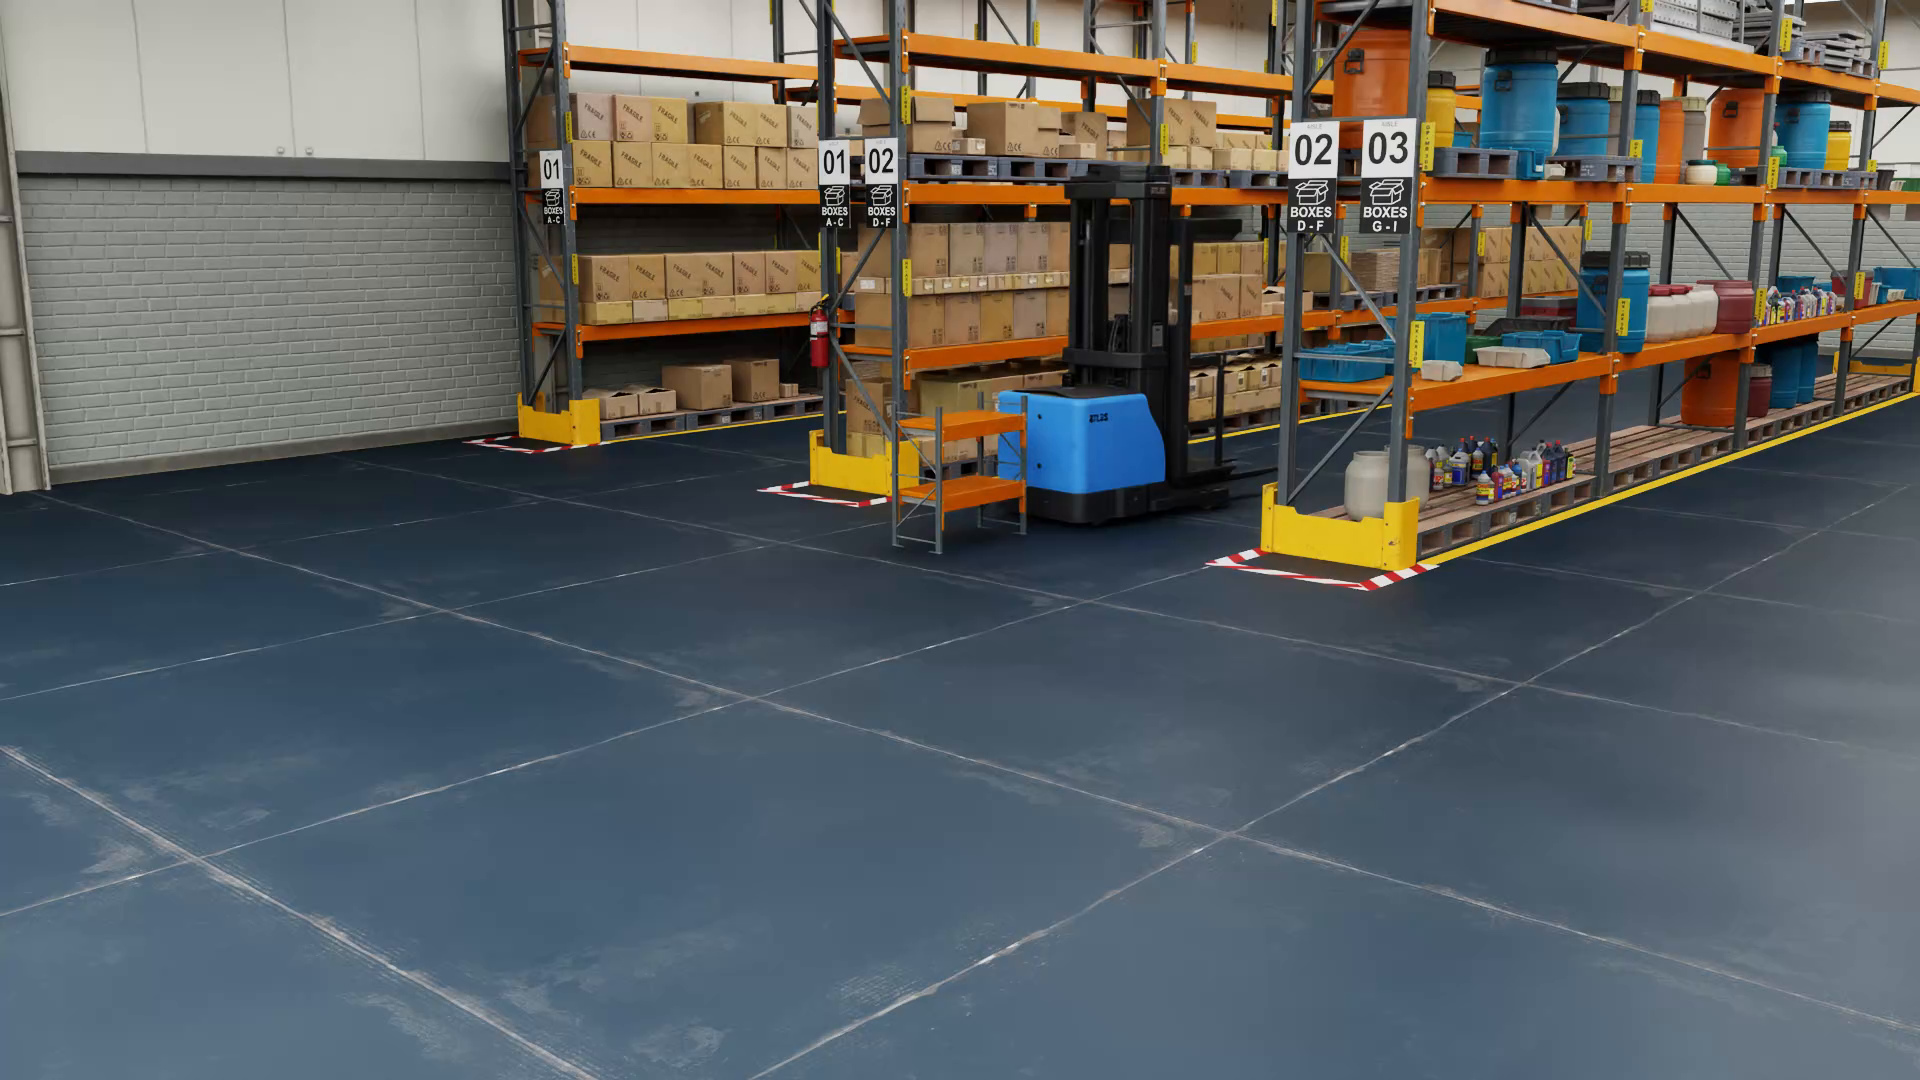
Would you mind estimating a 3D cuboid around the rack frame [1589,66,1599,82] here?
[{"bbox_3d":[9.672,-7.261,26.590,1.000,3.000,0.127,10,15,40],"label":"rack frame"}]

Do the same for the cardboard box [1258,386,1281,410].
[{"bbox_3d":[3.555,-1.741,20.217,0.500,0.250,0.500,10,15,42],"label":"cardboard box"}]

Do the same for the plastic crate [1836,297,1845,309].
[{"bbox_3d":[11.164,-3.040,21.292,0.396,0.136,0.243,10,15,40],"label":"plastic crate"}]

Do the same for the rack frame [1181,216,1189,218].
[{"bbox_3d":[3.308,-4.371,27.435,1.000,3.000,0.127,10,15,40],"label":"rack frame"}]

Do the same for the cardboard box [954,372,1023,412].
[{"bbox_3d":[0.280,-1.390,16.544,0.500,0.500,0.500,10,15,40],"label":"cardboard box"}]

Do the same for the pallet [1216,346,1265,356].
[{"bbox_3d":[4.674,-3.285,29.121,1.003,0.211,1.213,10,15,40],"label":"pallet"}]

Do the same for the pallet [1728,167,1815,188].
[{"bbox_3d":[8.688,-3.979,18.300,1.003,0.211,1.213,10,15,40],"label":"pallet"}]

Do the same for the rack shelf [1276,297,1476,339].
[{"bbox_3d":[5.711,-3.084,22.828,1.077,0.370,4.000,10,15,40],"label":"rack shelf"}]

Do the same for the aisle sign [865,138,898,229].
[{"bbox_3d":[-0.703,-3.191,14.891,0.394,0.787,0.004,10,15,40],"label":"aisle sign"}]

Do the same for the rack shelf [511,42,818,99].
[{"bbox_3d":[-3.293,-5.487,19.552,1.077,0.370,4.000,10,15,40],"label":"rack shelf"}]

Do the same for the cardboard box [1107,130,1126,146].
[{"bbox_3d":[2.275,-6.278,26.035,0.500,0.250,0.500,9,15,39],"label":"cardboard box"}]

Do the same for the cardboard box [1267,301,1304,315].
[{"bbox_3d":[4.005,-2.851,20.468,0.380,0.149,0.250,10,15,40],"label":"cardboard box"}]

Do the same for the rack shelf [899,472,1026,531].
[{"bbox_3d":[0.004,-0.313,13.154,0.538,0.278,1.000,10,15,40],"label":"rack shelf"}]

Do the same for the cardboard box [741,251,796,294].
[{"bbox_3d":[-2.378,-3.314,20.562,0.500,0.500,0.500,10,15,40],"label":"cardboard box"}]

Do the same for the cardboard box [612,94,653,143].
[{"bbox_3d":[-3.808,-4.718,18.656,0.500,0.500,0.500,10,15,40],"label":"cardboard box"}]

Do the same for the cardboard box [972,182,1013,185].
[{"bbox_3d":[0.395,-5.078,23.496,0.500,0.311,0.500,10,15,40],"label":"cardboard box"}]

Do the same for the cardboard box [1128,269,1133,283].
[{"bbox_3d":[1.732,-2.853,17.926,0.380,0.149,0.250,10,15,40],"label":"cardboard box"}]

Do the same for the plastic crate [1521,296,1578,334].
[{"bbox_3d":[5.559,-2.055,15.678,0.402,0.464,0.583,10,15,40],"label":"plastic crate"}]

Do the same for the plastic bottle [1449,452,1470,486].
[{"bbox_3d":[4.347,-0.622,14.497,0.152,0.276,0.135,10,15,40],"label":"plastic bottle"}]

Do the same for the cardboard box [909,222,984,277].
[{"bbox_3d":[-0.194,-2.803,16.020,0.700,0.500,0.500,9,15,39],"label":"cardboard box"}]

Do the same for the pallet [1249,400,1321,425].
[{"bbox_3d":[3.818,-1.659,20.977,1.003,0.211,1.213,10,15,40],"label":"pallet"}]

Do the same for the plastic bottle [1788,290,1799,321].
[{"bbox_3d":[9.662,-2.726,19.327,0.144,0.351,0.185,10,15,40],"label":"plastic bottle"}]

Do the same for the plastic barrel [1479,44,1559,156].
[{"bbox_3d":[4.732,-3.703,14.081,0.600,0.901,0.708,10,15,40],"label":"plastic barrel"}]

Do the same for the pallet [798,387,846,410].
[{"bbox_3d":[-1.460,-1.941,22.390,1.003,0.211,1.213,10,15,40],"label":"pallet"}]

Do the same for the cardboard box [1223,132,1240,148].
[{"bbox_3d":[4.324,-6.536,27.758,0.500,0.500,0.500,9,15,39],"label":"cardboard box"}]

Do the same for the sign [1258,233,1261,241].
[{"bbox_3d":[5.535,-5.495,30.653,0.100,0.325,0.005,10,15,40],"label":"sign"}]

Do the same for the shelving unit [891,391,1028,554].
[{"bbox_3d":[0.004,-0.553,13.106,0.538,1.125,1.048,10,15,40],"label":"shelving unit"}]

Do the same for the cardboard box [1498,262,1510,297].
[{"bbox_3d":[7.908,-3.895,24.800,0.500,0.500,0.500,10,15,41],"label":"cardboard box"}]

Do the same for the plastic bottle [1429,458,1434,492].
[{"bbox_3d":[3.979,-0.555,14.142,0.061,0.283,0.133,10,15,40],"label":"plastic bottle"}]

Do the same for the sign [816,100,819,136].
[{"bbox_3d":[-1.288,-3.904,15.381,0.100,0.325,0.005,10,15,40],"label":"sign"}]

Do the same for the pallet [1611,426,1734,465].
[{"bbox_3d":[7.569,-1.025,17.803,1.003,0.211,1.213,10,15,40],"label":"pallet"}]

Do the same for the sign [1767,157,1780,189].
[{"bbox_3d":[8.527,-3.851,17.441,0.100,0.325,0.005,10,15,40],"label":"sign"}]

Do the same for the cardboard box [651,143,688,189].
[{"bbox_3d":[-3.484,-4.303,19.132,0.500,0.500,0.500,11,16,43],"label":"cardboard box"}]

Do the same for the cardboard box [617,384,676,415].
[{"bbox_3d":[-3.713,-1.676,19.687,0.500,0.311,0.500,-11,15,-43],"label":"cardboard box"}]

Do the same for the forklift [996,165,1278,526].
[{"bbox_3d":[1.740,-1.767,14.577,3.031,2.935,1.130,-10,15,-41],"label":"forklift"}]

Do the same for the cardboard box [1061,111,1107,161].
[{"bbox_3d":[1.220,-4.308,17.779,0.500,0.500,0.500,-11,15,-43],"label":"cardboard box"}]

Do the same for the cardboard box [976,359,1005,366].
[{"bbox_3d":[0.231,-2.659,24.126,0.700,0.500,0.500,10,15,41],"label":"cardboard box"}]

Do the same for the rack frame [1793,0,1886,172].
[{"bbox_3d":[10.750,-6.032,20.434,1.000,3.000,0.127,10,15,40],"label":"rack frame"}]

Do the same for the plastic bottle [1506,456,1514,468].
[{"bbox_3d":[4.730,-0.579,14.263,0.061,0.283,0.133,10,15,40],"label":"plastic bottle"}]

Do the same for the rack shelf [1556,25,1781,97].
[{"bbox_3d":[6.789,-4.600,16.124,1.077,0.370,4.000,10,15,40],"label":"rack shelf"}]

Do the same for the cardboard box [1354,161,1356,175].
[{"bbox_3d":[4.654,-4.731,21.324,0.910,0.500,0.500,10,15,40],"label":"cardboard box"}]

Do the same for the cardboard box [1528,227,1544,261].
[{"bbox_3d":[8.574,-4.531,25.428,0.500,0.500,0.500,10,15,42],"label":"cardboard box"}]

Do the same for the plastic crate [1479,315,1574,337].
[{"bbox_3d":[5.028,-1.822,14.832,0.767,0.338,0.504,10,15,40],"label":"plastic crate"}]

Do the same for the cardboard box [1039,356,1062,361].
[{"bbox_3d":[1.209,-1.751,18.354,0.500,0.500,0.500,10,15,40],"label":"cardboard box"}]

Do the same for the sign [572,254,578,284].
[{"bbox_3d":[-4.206,-2.959,18.160,0.100,0.325,0.005,10,15,40],"label":"sign"}]

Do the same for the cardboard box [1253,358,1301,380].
[{"bbox_3d":[3.892,-2.089,20.526,0.500,0.311,0.500,9,15,39],"label":"cardboard box"}]

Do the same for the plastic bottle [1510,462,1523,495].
[{"bbox_3d":[4.685,-0.523,14.016,0.097,0.271,0.097,0,11,0],"label":"plastic bottle"}]

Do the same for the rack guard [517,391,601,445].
[{"bbox_3d":[-4.563,-1.390,18.897,1.175,0.500,0.348,10,15,40],"label":"rack guard"}]

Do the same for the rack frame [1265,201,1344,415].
[{"bbox_3d":[4.391,-3.142,21.285,1.000,3.000,0.127,10,15,40],"label":"rack frame"}]

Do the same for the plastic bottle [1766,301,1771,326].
[{"bbox_3d":[8.943,-2.530,18.538,0.152,0.276,0.135,10,15,40],"label":"plastic bottle"}]

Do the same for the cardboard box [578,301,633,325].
[{"bbox_3d":[-4.053,-2.572,18.762,0.500,0.250,0.500,9,15,39],"label":"cardboard box"}]

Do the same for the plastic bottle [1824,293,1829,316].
[{"bbox_3d":[10.491,-2.875,20.266,0.152,0.276,0.135,10,15,40],"label":"plastic bottle"}]

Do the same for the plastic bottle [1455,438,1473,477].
[{"bbox_3d":[4.500,-0.737,14.880,0.144,0.351,0.185,9,14,38],"label":"plastic bottle"}]

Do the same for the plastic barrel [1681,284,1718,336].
[{"bbox_3d":[7.591,-2.377,17.169,0.421,0.512,0.421,0,11,0],"label":"plastic barrel"}]

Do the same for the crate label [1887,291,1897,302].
[{"bbox_3d":[12.620,-3.350,22.845,0.396,0.136,0.243,10,15,40],"label":"crate label"}]

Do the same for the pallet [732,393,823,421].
[{"bbox_3d":[-2.390,-1.723,21.298,1.003,0.211,1.213,10,15,40],"label":"pallet"}]

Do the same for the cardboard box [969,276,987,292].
[{"bbox_3d":[0.037,-2.475,16.032,0.380,0.149,0.250,9,15,39],"label":"cardboard box"}]

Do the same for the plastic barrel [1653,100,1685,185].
[{"bbox_3d":[6.972,-3.994,16.794,0.600,0.830,0.708,10,15,40],"label":"plastic barrel"}]

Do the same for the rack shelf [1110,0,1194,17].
[{"bbox_3d":[1.988,-8.295,25.119,1.077,0.370,4.000,10,15,40],"label":"rack shelf"}]
